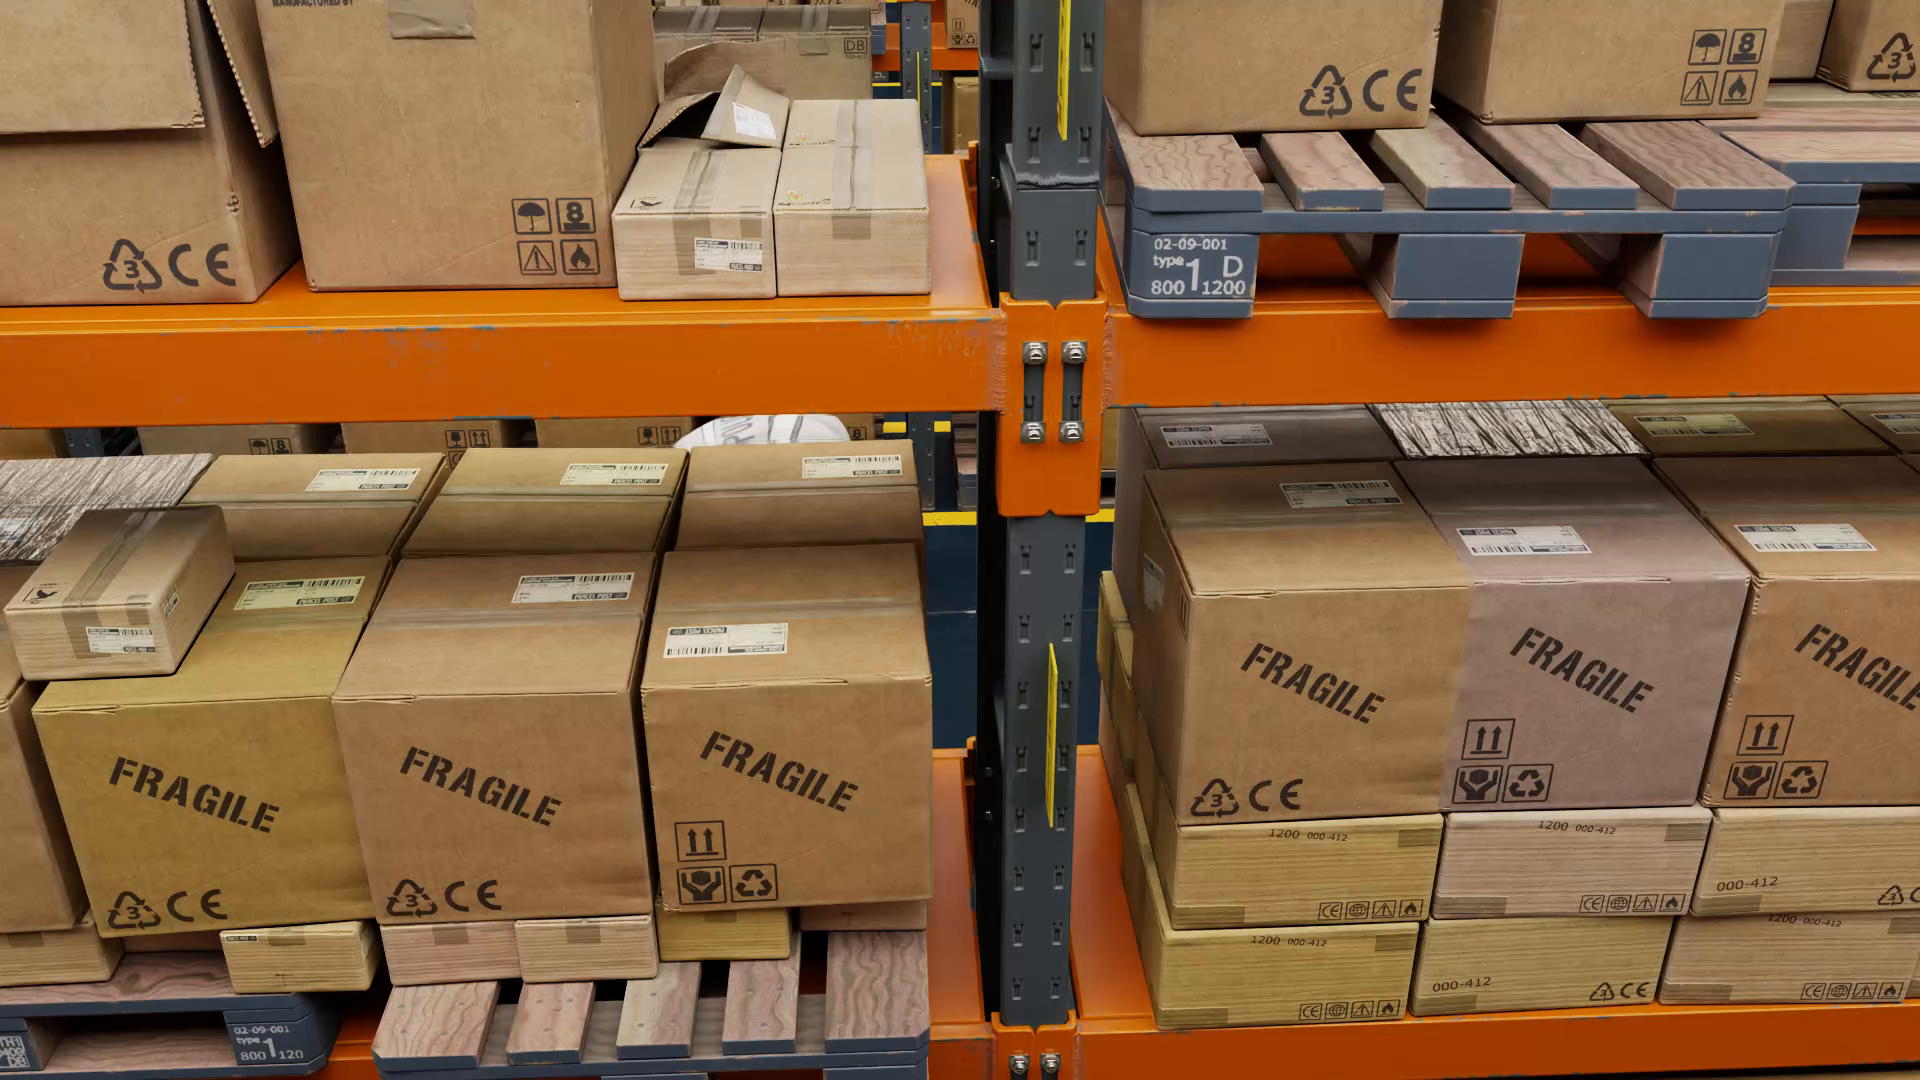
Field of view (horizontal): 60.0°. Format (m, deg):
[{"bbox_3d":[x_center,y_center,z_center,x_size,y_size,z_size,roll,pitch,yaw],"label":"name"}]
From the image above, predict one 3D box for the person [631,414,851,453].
[{"bbox_3d":[-0.962,-0.110,7.179,1.023,0.966,0.538,-3,27,-5],"label":"person"}]
